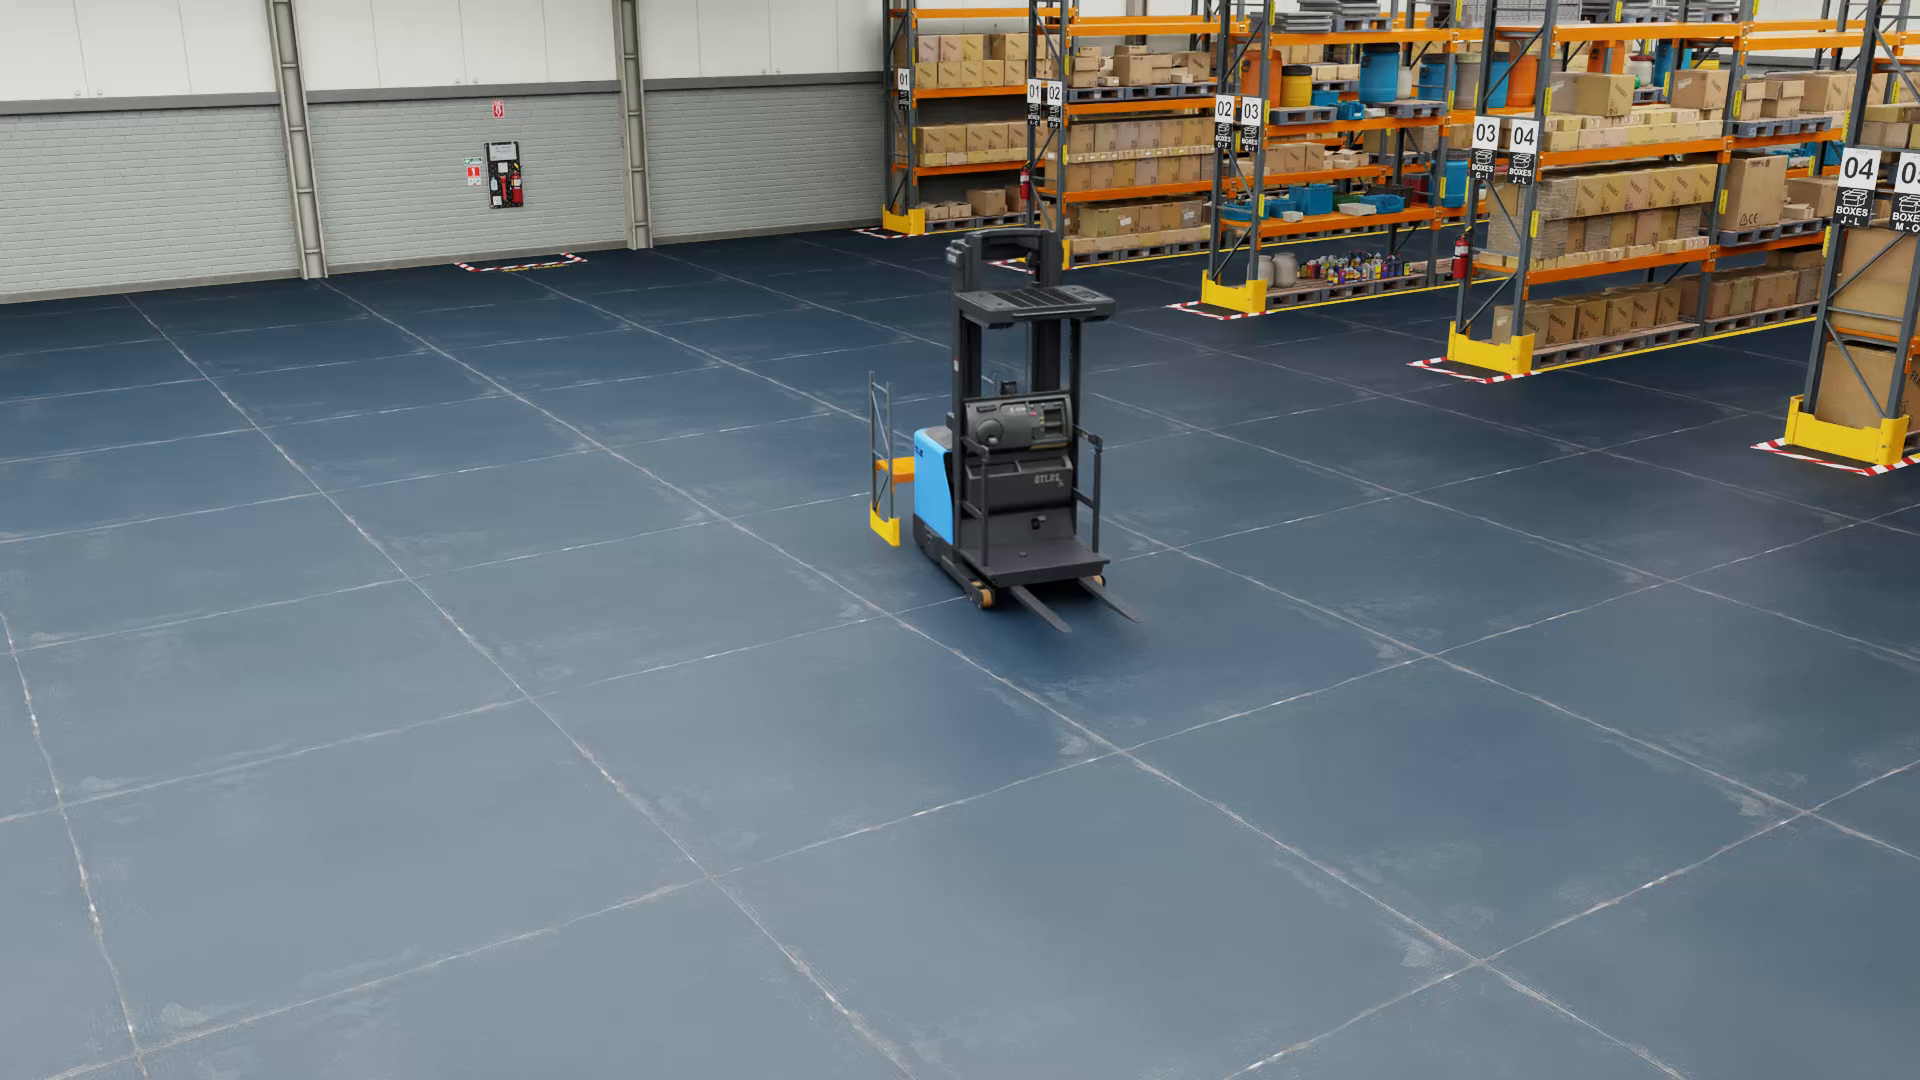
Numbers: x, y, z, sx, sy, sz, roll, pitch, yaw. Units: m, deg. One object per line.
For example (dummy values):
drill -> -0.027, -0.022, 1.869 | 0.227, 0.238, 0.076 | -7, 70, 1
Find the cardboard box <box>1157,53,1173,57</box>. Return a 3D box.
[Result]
cardboard box -> 4.339, -10.393, 36.427 | 0.637, 0.503, 0.797 | -9, 20, -24

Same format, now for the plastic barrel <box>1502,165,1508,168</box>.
plastic barrel -> 9.474, -6.142, 28.517 | 0.433, 0.535, 0.433 | 0, 19, 0

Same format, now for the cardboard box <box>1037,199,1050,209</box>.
cardboard box -> 1.702, -7.176, 35.526 | 0.250, 0.166, 0.380 | -16, 24, -38

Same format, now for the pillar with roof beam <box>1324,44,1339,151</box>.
pillar with roof beam -> 11.290, -11.867, 36.295 | 0.400, 9.000, 9.100 | -12, 22, -31

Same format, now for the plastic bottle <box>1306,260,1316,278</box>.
plastic bottle -> 5.758, -4.454, 27.302 | 0.135, 0.276, 0.152 | -12, 22, -31

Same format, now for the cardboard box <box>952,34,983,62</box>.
cardboard box -> 0.115, -9.830, 33.207 | 0.500, 0.500, 0.500 | -11, 22, -30

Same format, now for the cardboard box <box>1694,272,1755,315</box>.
cardboard box -> 11.238, -3.643, 24.554 | 0.500, 0.500, 0.700 | -12, 22, -32

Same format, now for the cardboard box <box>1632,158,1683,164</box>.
cardboard box -> 9.789, -5.088, 23.431 | 0.500, 0.500, 0.500 | -12, 22, -31

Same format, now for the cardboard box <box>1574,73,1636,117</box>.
cardboard box -> 8.352, -5.769, 21.539 | 0.500, 0.500, 0.500 | -12, 22, -32

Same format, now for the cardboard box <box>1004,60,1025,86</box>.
cardboard box -> 0.975, -9.542, 33.914 | 0.500, 0.500, 0.500 | -13, 23, -33

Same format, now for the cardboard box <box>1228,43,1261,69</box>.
cardboard box -> 5.396, -9.090, 31.174 | 0.500, 0.500, 0.500 | -12, 22, -31

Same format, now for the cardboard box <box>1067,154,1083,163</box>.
cardboard box -> 1.965, -6.750, 29.358 | 0.250, 0.149, 0.380 | -12, 22, -32

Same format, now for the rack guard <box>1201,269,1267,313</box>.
rack guard -> 4.277, -3.900, 26.000 | 0.348, 0.500, 1.175 | -12, 22, -31

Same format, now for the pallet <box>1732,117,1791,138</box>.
pallet -> 10.879, -5.850, 23.475 | 1.003, 0.211, 1.213 | -12, 22, -31

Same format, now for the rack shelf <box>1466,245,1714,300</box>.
rack shelf -> 8.634, -3.745, 22.761 | 4.000, 0.370, 1.077 | -12, 22, -31

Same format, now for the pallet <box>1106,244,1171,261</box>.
pallet -> 3.152, -5.422, 30.953 | 1.213, 0.211, 1.003 | -12, 22, -31

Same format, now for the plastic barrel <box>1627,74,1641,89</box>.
plastic barrel -> 11.933, -8.139, 29.538 | 0.294, 0.245, 0.294 | 0, 19, 0

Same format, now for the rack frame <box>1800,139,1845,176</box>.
rack frame -> 17.603, -7.876, 33.859 | 0.127, 3.000, 1.000 | -12, 22, -31

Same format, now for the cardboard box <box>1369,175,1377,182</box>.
cardboard box -> 9.916, -9.028, 40.514 | 0.500, 0.500, 0.700 | -12, 22, -32

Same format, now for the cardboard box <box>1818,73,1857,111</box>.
cardboard box -> 12.962, -6.603, 24.473 | 0.500, 0.500, 0.500 | -12, 22, -32

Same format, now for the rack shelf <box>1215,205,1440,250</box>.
rack shelf -> 5.910, -5.070, 26.680 | 4.000, 0.370, 1.077 | -12, 22, -31

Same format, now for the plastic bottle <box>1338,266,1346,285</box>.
plastic bottle -> 6.125, -4.251, 26.689 | 0.133, 0.283, 0.061 | -11, 22, -31

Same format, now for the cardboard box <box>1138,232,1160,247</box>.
cardboard box -> 3.343, -5.579, 30.700 | 0.500, 0.250, 0.500 | -12, 22, -31

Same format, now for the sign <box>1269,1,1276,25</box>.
sign -> 4.539, -7.653, 24.158 | 0.005, 0.325, 0.100 | -12, 22, -31

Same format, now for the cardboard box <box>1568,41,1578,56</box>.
cardboard box -> 12.836, -10.675, 35.736 | 0.500, 0.500, 0.700 | -12, 22, -31

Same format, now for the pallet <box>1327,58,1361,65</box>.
pallet -> 9.502, -11.342, 39.565 | 1.213, 0.211, 1.003 | -12, 22, -31

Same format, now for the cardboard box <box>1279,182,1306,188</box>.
cardboard box -> 7.601, -8.696, 38.983 | 0.750, 0.750, 0.750 | -11, 22, -30

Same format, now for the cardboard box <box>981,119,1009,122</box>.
cardboard box -> 0.771, -8.503, 34.744 | 0.500, 0.500, 0.500 | -11, 22, -30

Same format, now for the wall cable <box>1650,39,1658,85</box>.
wall cable -> 17.074, -12.798, 43.898 | 0.112, 2.526, 3.097 | -12, 22, -31

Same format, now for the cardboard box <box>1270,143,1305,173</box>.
cardboard box -> 6.368, -7.447, 32.434 | 0.500, 0.500, 0.500 | -12, 22, -31

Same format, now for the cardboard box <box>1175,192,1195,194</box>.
cardboard box -> 4.900, -8.001, 37.442 | 0.500, 0.500, 0.700 | -12, 22, -31

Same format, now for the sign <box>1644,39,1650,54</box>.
sign -> 15.170, -10.890, 36.708 | 0.005, 0.325, 0.100 | -12, 22, -31

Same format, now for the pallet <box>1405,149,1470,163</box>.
pallet -> 9.822, -8.046, 34.659 | 1.213, 0.211, 1.003 | -12, 22, -31

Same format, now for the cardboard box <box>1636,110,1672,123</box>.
cardboard box -> 9.284, -5.671, 22.263 | 0.250, 0.149, 0.380 | -11, 22, -29

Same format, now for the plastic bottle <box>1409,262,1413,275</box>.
plastic bottle -> 7.449, -4.498, 27.549 | 0.097, 0.201, 0.097 | 0, 19, 0

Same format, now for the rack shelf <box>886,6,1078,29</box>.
rack shelf -> 0.462, -10.560, 33.558 | 4.000, 0.370, 1.077 | -12, 22, -31

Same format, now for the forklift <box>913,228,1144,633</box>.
forklift -> 0.567, -0.973, 13.547 | 1.130, 2.935, 3.031 | -7, 20, -19

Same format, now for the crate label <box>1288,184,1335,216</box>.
crate label -> 5.628, -5.471, 26.690 | 0.616, 0.435, 0.502 | -12, 22, -31

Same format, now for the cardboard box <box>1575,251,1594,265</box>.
cardboard box -> 8.179, -3.771, 22.109 | 0.250, 0.149, 0.380 | -12, 22, -31

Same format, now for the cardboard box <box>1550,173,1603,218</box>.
cardboard box -> 7.995, -4.505, 21.706 | 0.500, 0.500, 0.500 | -12, 22, -31

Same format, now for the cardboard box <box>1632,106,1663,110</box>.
cardboard box -> 9.440, -5.894, 22.924 | 0.250, 0.149, 0.380 | -12, 22, -31

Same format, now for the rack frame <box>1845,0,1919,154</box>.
rack frame -> 9.607, -5.231, 16.666 | 0.127, 3.000, 1.000 | -12, 22, -31

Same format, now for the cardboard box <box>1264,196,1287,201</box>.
cardboard box -> 6.311, -6.666, 33.042 | 0.500, 0.311, 0.500 | -12, 22, -32

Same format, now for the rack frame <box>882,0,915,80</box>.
rack frame -> -1.209, -10.550, 32.400 | 0.127, 3.000, 1.000 | -12, 22, -31

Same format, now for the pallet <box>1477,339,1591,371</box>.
pallet -> 7.725, -2.559, 22.485 | 1.213, 0.211, 1.003 | -12, 22, -31

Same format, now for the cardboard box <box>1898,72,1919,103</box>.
cardboard box -> 14.788, -7.112, 26.102 | 0.500, 0.500, 0.500 | -11, 21, -29

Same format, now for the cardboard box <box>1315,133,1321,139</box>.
cardboard box -> 8.248, -9.493, 39.000 | 0.250, 0.149, 0.380 | -11, 22, -30

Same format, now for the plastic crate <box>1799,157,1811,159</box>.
plastic crate -> 17.021, -7.588, 33.323 | 0.243, 0.136, 0.396 | -12, 22, -31

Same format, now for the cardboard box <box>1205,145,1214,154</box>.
cardboard box -> 4.543, -7.295, 30.969 | 0.250, 0.149, 0.380 | -12, 22, -33

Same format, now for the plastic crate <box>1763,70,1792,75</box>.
plastic crate -> 16.176, -9.072, 32.810 | 0.767, 0.338, 0.504 | -12, 22, -31

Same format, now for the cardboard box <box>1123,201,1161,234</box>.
cardboard box -> 3.343, -5.934, 30.579 | 0.500, 0.500, 0.500 | -12, 22, -31

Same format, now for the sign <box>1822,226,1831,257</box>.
sign -> 9.321, -3.197, 17.840 | 0.005, 0.325, 0.100 | -12, 22, -31

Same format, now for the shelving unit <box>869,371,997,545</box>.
shelving unit -> -0.237, -0.815, 15.315 | 1.083, 1.500, 0.587 | -8, 20, -22
